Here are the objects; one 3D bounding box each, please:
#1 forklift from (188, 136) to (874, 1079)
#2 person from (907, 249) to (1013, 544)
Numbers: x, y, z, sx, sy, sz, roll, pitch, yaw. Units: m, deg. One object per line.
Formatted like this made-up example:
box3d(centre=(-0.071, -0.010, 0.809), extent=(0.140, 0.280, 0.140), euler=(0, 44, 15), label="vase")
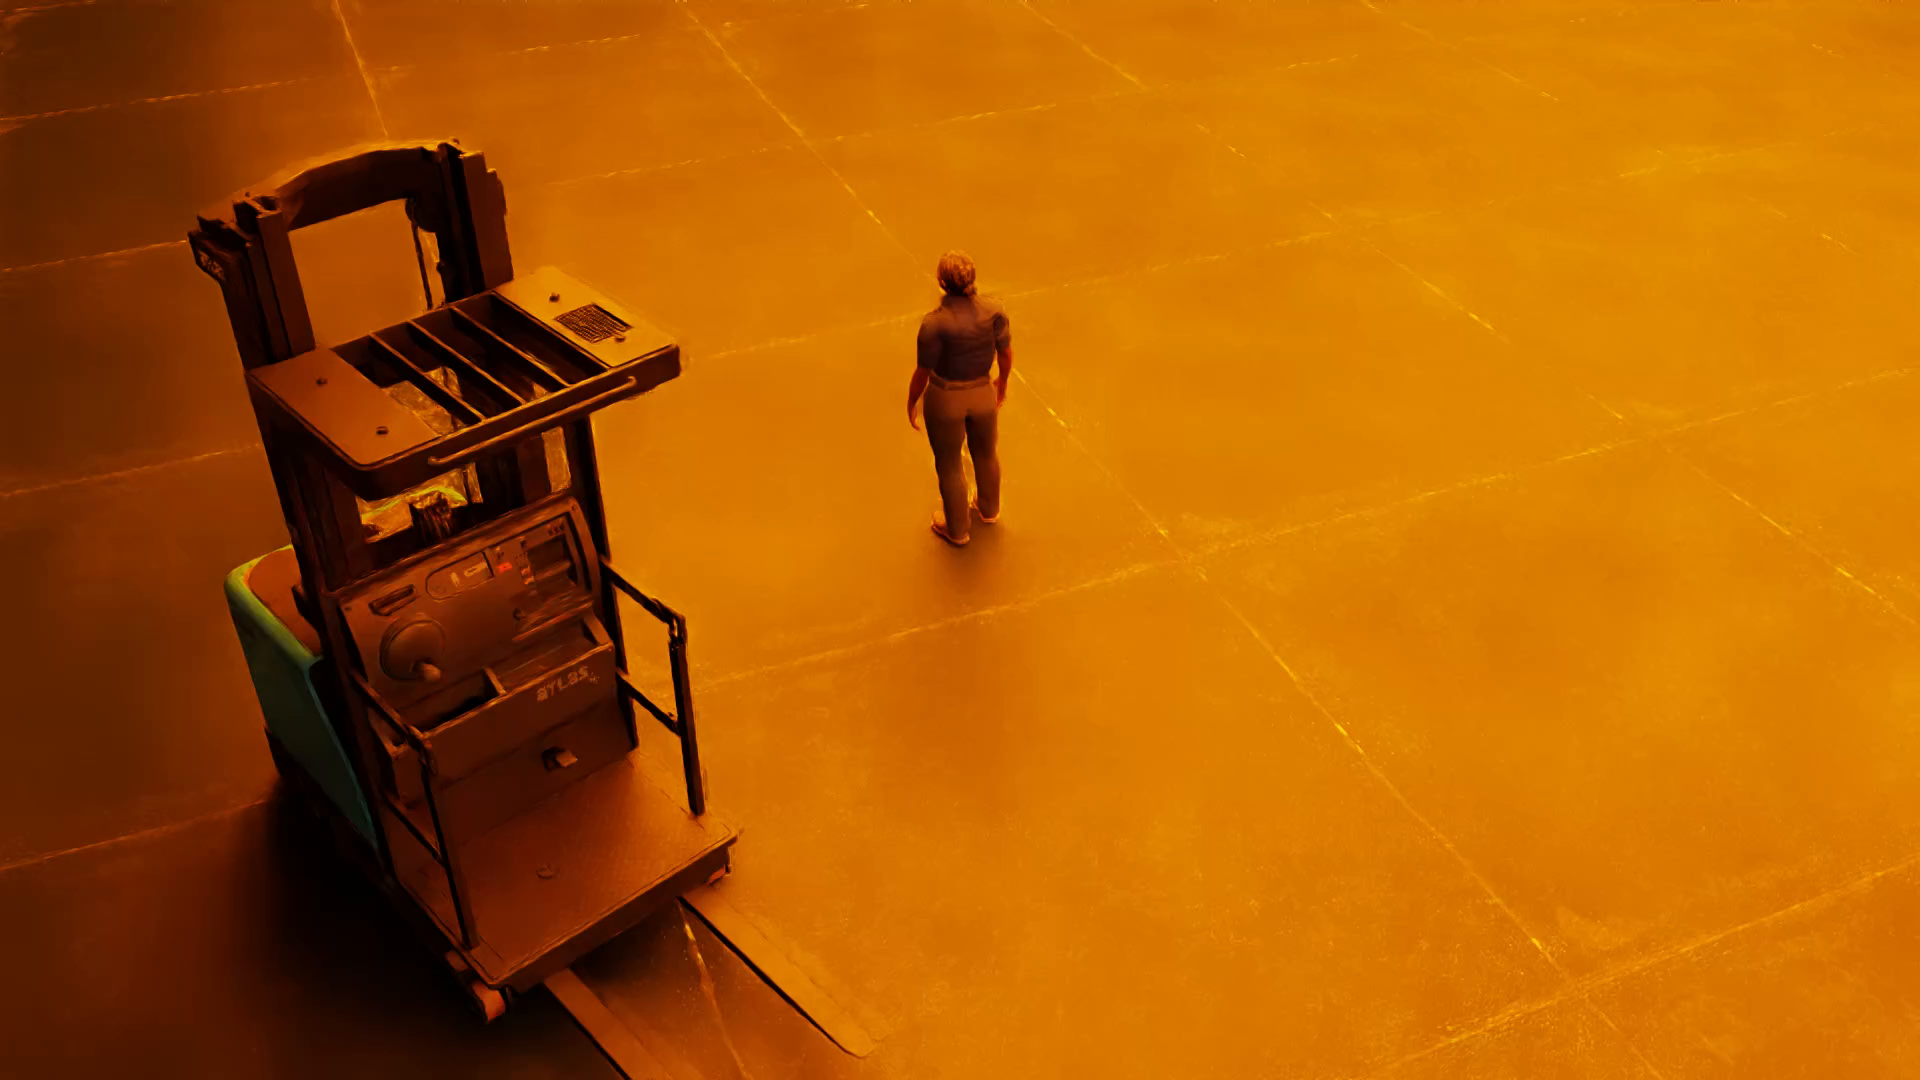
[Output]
box3d(centre=(-1.571, 0.241, 5.760), extent=(1.130, 2.935, 3.031), euler=(-28, 44, -34), label="forklift")
box3d(centre=(-0.016, -0.731, 8.216), extent=(0.570, 1.654, 0.503), euler=(-14, 38, -19), label="person")
